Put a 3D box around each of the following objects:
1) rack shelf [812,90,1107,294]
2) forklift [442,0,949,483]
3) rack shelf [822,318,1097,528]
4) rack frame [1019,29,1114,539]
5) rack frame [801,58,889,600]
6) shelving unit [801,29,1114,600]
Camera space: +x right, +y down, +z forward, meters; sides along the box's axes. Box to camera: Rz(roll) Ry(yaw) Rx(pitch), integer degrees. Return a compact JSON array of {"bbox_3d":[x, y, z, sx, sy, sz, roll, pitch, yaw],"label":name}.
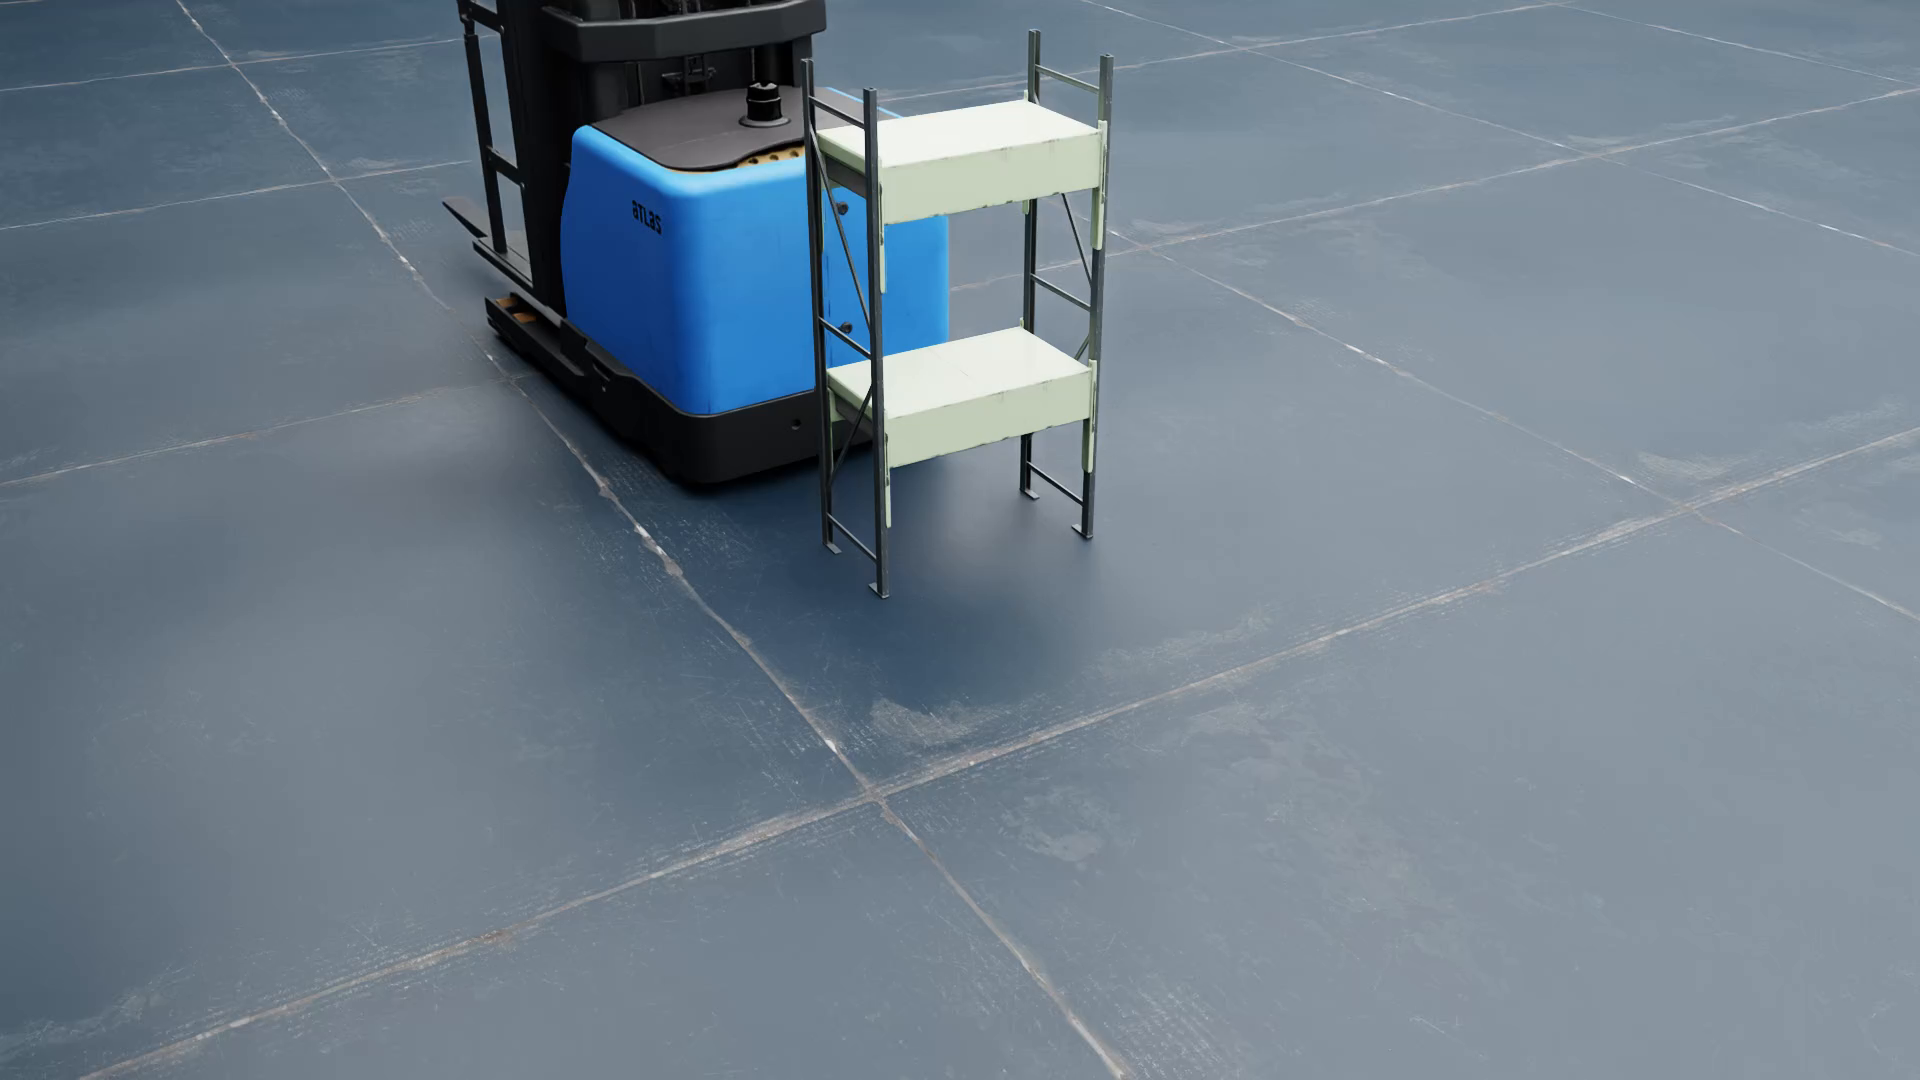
[{"bbox_3d":[-0.006,-0.997,4.696,0.720,0.370,0.431,-16,33,-26],"label":"rack shelf"},{"bbox_3d":[-1.257,-2.135,6.084,1.130,2.935,3.031,-18,34,-29],"label":"forklift"},{"bbox_3d":[-0.006,-0.370,5.042,0.720,0.370,0.431,-16,33,-26],"label":"rack shelf"},{"bbox_3d":[0.310,-0.745,5.047,0.023,1.500,0.400,-16,33,-26],"label":"rack frame"},{"bbox_3d":[-0.321,-0.565,4.722,0.023,1.500,0.400,-16,33,-26],"label":"rack frame"},{"bbox_3d":[-0.006,-0.655,4.885,0.755,1.500,0.431,-16,33,-26],"label":"shelving unit"}]
